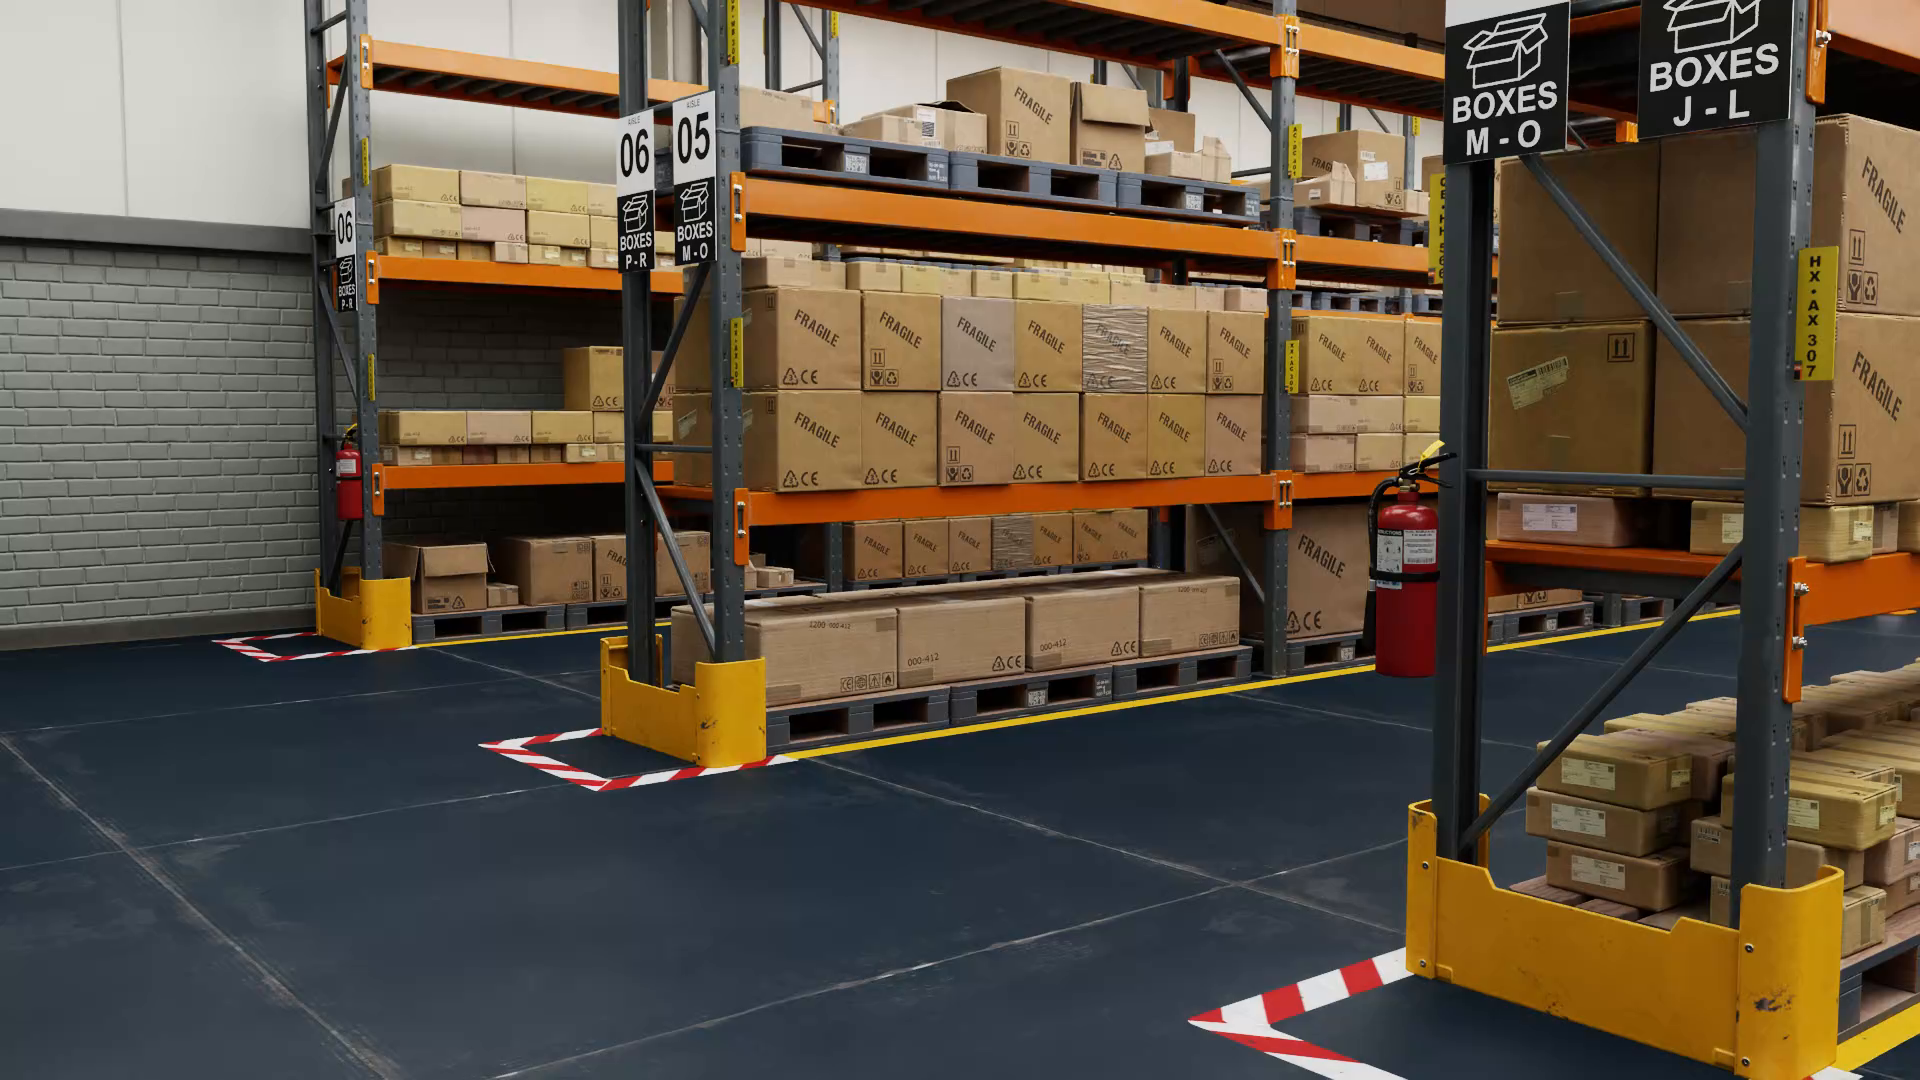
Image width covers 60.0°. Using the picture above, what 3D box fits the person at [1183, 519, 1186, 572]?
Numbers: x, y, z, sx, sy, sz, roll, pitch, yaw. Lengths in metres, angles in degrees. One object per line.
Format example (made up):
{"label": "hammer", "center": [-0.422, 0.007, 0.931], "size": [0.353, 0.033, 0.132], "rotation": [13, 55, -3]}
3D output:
{"label": "person", "center": [2.159, -0.322, 15.303], "size": [0.454, 1.649, 0.475], "rotation": [-4, 6, -41]}
